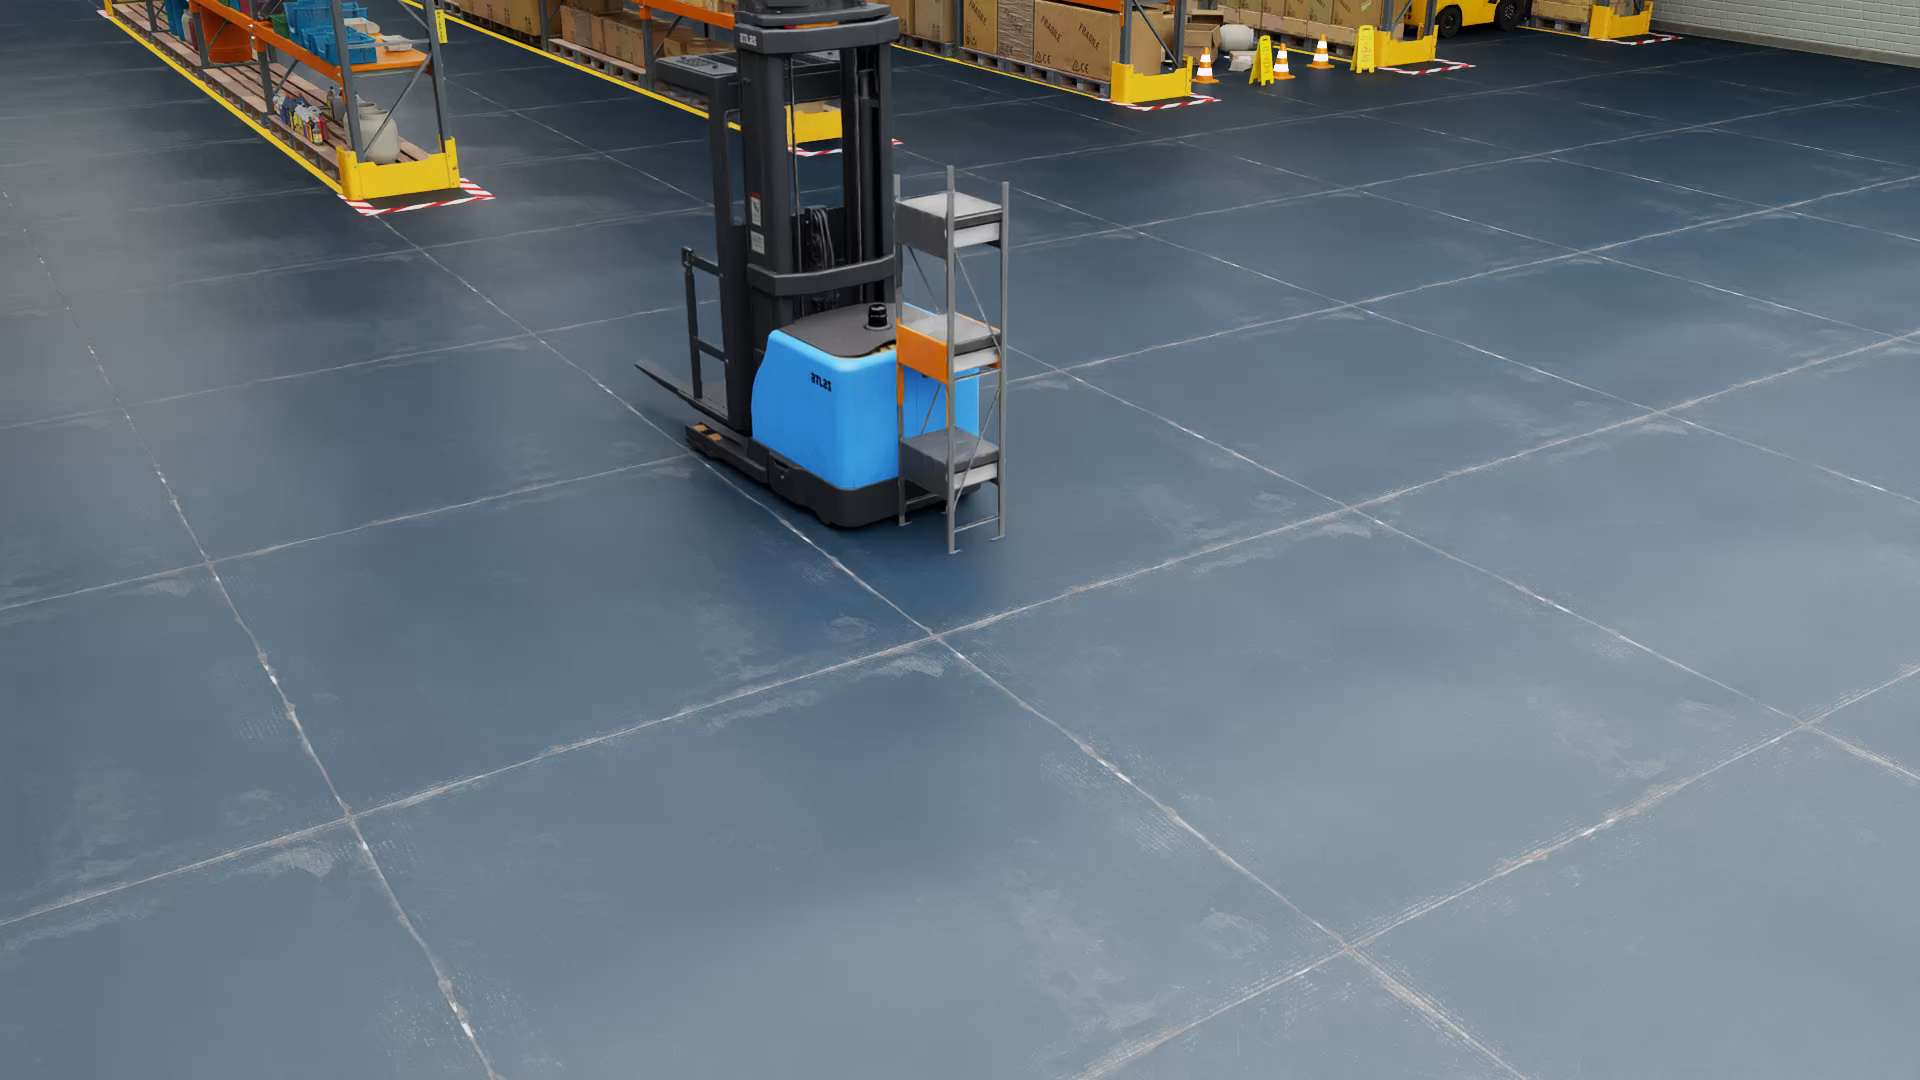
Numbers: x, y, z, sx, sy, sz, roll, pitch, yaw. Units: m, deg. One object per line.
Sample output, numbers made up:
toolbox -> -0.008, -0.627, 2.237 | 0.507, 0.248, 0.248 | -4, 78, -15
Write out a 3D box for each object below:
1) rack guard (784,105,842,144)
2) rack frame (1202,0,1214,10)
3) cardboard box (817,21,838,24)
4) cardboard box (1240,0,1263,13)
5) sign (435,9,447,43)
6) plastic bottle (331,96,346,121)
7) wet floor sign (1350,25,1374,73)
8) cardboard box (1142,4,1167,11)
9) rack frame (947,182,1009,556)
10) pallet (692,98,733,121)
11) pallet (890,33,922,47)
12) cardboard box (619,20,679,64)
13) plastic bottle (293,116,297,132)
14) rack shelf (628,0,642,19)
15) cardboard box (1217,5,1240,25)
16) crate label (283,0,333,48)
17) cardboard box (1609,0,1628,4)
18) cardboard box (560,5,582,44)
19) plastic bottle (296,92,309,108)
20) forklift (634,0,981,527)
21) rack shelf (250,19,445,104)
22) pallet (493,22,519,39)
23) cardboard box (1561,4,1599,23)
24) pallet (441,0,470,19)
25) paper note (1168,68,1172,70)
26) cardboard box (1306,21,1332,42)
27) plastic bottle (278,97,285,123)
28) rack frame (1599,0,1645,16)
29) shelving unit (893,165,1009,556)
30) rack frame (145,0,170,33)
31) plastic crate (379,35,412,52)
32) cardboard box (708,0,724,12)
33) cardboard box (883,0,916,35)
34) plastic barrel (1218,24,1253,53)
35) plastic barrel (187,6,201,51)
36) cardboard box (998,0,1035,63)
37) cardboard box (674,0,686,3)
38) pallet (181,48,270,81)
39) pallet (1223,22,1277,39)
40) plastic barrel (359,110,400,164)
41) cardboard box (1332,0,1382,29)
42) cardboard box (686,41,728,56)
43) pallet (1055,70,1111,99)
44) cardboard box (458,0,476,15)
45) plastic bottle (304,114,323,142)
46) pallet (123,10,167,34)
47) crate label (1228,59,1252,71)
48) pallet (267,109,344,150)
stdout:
rack guard -> -1.702, -5.084, 19.935 | 1.175, 0.500, 0.348 | -16, 29, -30
rack frame -> 4.459, -9.928, 27.266 | 1.000, 3.000, 0.127 | -16, 29, -30
cardboard box -> -1.616, -6.232, 19.731 | 0.380, 0.149, 0.250 | -16, 29, -30
cardboard box -> 4.857, -8.751, 26.624 | 0.500, 0.500, 0.500 | -14, 29, -28
sign -> -5.347, -5.285, 17.108 | 0.100, 0.325, 0.005 | -16, 29, -30
plastic bottle -> -7.407, -5.156, 19.834 | 0.152, 0.276, 0.135 | -16, 29, -30
wet floor sign -> 5.850, -7.115, 24.066 | 0.267, 0.644, 0.232 | -6, 26, -12
cardboard box -> 2.984, -8.714, 26.737 | 0.500, 0.500, 0.500 | -16, 29, -30
rack frame -> 0.096, -0.912, 9.223 | 0.400, 2.100, 0.015 | -18, 31, -33
pallet -> -2.778, -5.689, 21.553 | 1.003, 0.211, 1.213 | -16, 29, -30
pallet -> -0.788, -8.172, 26.814 | 1.003, 0.211, 1.213 | -16, 29, -30
cardboard box -> -4.406, -7.087, 23.661 | 0.700, 0.500, 0.500 | -16, 29, -30
plastic bottle -> -7.663, -4.838, 19.247 | 0.097, 0.201, 0.097 | 0, 25, 0
rack shelf -> -4.936, -8.008, 24.043 | 1.077, 0.370, 4.000 | -16, 29, -30
cardboard box -> 4.555, -8.600, 27.184 | 0.500, 0.250, 0.500 | -17, 30, -32
crate label -> -7.042, -5.645, 18.152 | 0.502, 0.435, 0.616 | -16, 29, -30
cardboard box -> 10.717, -9.044, 27.538 | 0.500, 0.250, 0.500 | -15, 29, -29
cardboard box -> -5.645, -7.883, 25.347 | 0.700, 0.500, 0.500 | -17, 30, -32
plastic bottle -> -7.780, -5.113, 19.656 | 0.144, 0.351, 0.185 | -16, 29, -30
forklift -> -1.158, -1.967, 10.483 | 1.130, 2.935, 3.031 | -18, 31, -33
rack shelf -> -6.902, -5.423, 18.568 | 1.077, 0.370, 4.000 | -16, 29, -30
pallet -> -7.057, -8.524, 27.558 | 1.003, 0.211, 1.213 | -16, 29, -30
cardboard box -> 10.278, -8.696, 27.386 | 0.500, 0.250, 0.500 | -15, 29, -29
pallet -> -8.561, -9.509, 29.646 | 1.003, 0.211, 1.213 | -16, 29, -30
paper note -> 3.139, -6.906, 24.344 | 0.144, 0.017, 0.142 | -6, 26, -12
cardboard box -> 5.700, -7.857, 25.609 | 0.500, 0.250, 0.500 | -15, 29, -29
plastic bottle -> -7.988, -5.106, 19.728 | 0.152, 0.276, 0.135 | -14, 29, -28
rack frame -> 10.799, -9.655, 26.689 | 1.000, 3.000, 0.127 | -16, 29, -30
shelving unit -> -0.052, -0.995, 9.399 | 0.431, 2.100, 0.503 | -18, 31, -33
rack frame -> -12.361, -9.326, 25.991 | 1.000, 3.000, 0.127 | -16, 29, -30
plastic crate -> -6.029, -5.309, 17.792 | 0.298, 0.136, 0.250 | -16, 29, -30
cardboard box -> -2.896, -6.640, 20.596 | 0.380, 0.149, 0.250 | -16, 29, -30
cardboard box -> -0.571, -8.458, 26.296 | 1.050, 0.750, 0.750 | -16, 29, -30
plastic barrel -> 4.246, -7.718, 25.603 | 0.512, 0.421, 0.421 | 3, 25, 6
plastic barrel -> -11.076, -7.569, 24.603 | 0.600, 0.588, 0.708 | -16, 29, -30
cardboard box -> 1.147, -7.404, 23.918 | 0.875, 0.875, 0.875 | -15, 29, -29
cardboard box -> -3.447, -6.996, 21.351 | 0.380, 0.149, 0.250 | -16, 29, -30
pallet -> -10.643, -6.906, 24.132 | 1.003, 0.211, 1.213 | -16, 29, -30
pallet -> 4.855, -8.435, 27.370 | 1.003, 0.211, 1.213 | -16, 29, -30
plastic barrel -> -6.234, -4.316, 17.801 | 0.421, 0.512, 0.421 | 0, 25, 0
cardboard box -> 5.987, -8.009, 25.051 | 0.500, 0.500, 0.500 | -15, 29, -29
cardboard box -> -3.340, -6.322, 22.065 | 0.500, 0.500, 0.500 | -6, 26, -13
pallet -> 2.048, -6.314, 22.878 | 1.003, 0.211, 1.213 | -16, 29, -30
cardboard box -> -7.845, -9.485, 28.325 | 1.225, 0.875, 0.875 | -15, 29, -29
plastic bottle -> -7.295, -4.652, 18.766 | 0.152, 0.276, 0.135 | -15, 29, -29
pallet -> -13.465, -8.755, 28.049 | 1.003, 0.211, 1.213 | -16, 29, -30
crate label -> 4.101, -6.942, 24.295 | 0.298, 0.136, 0.250 | 12, 28, 24
pallet -> -7.662, -4.953, 19.995 | 1.003, 0.211, 1.213 | -16, 29, -30
